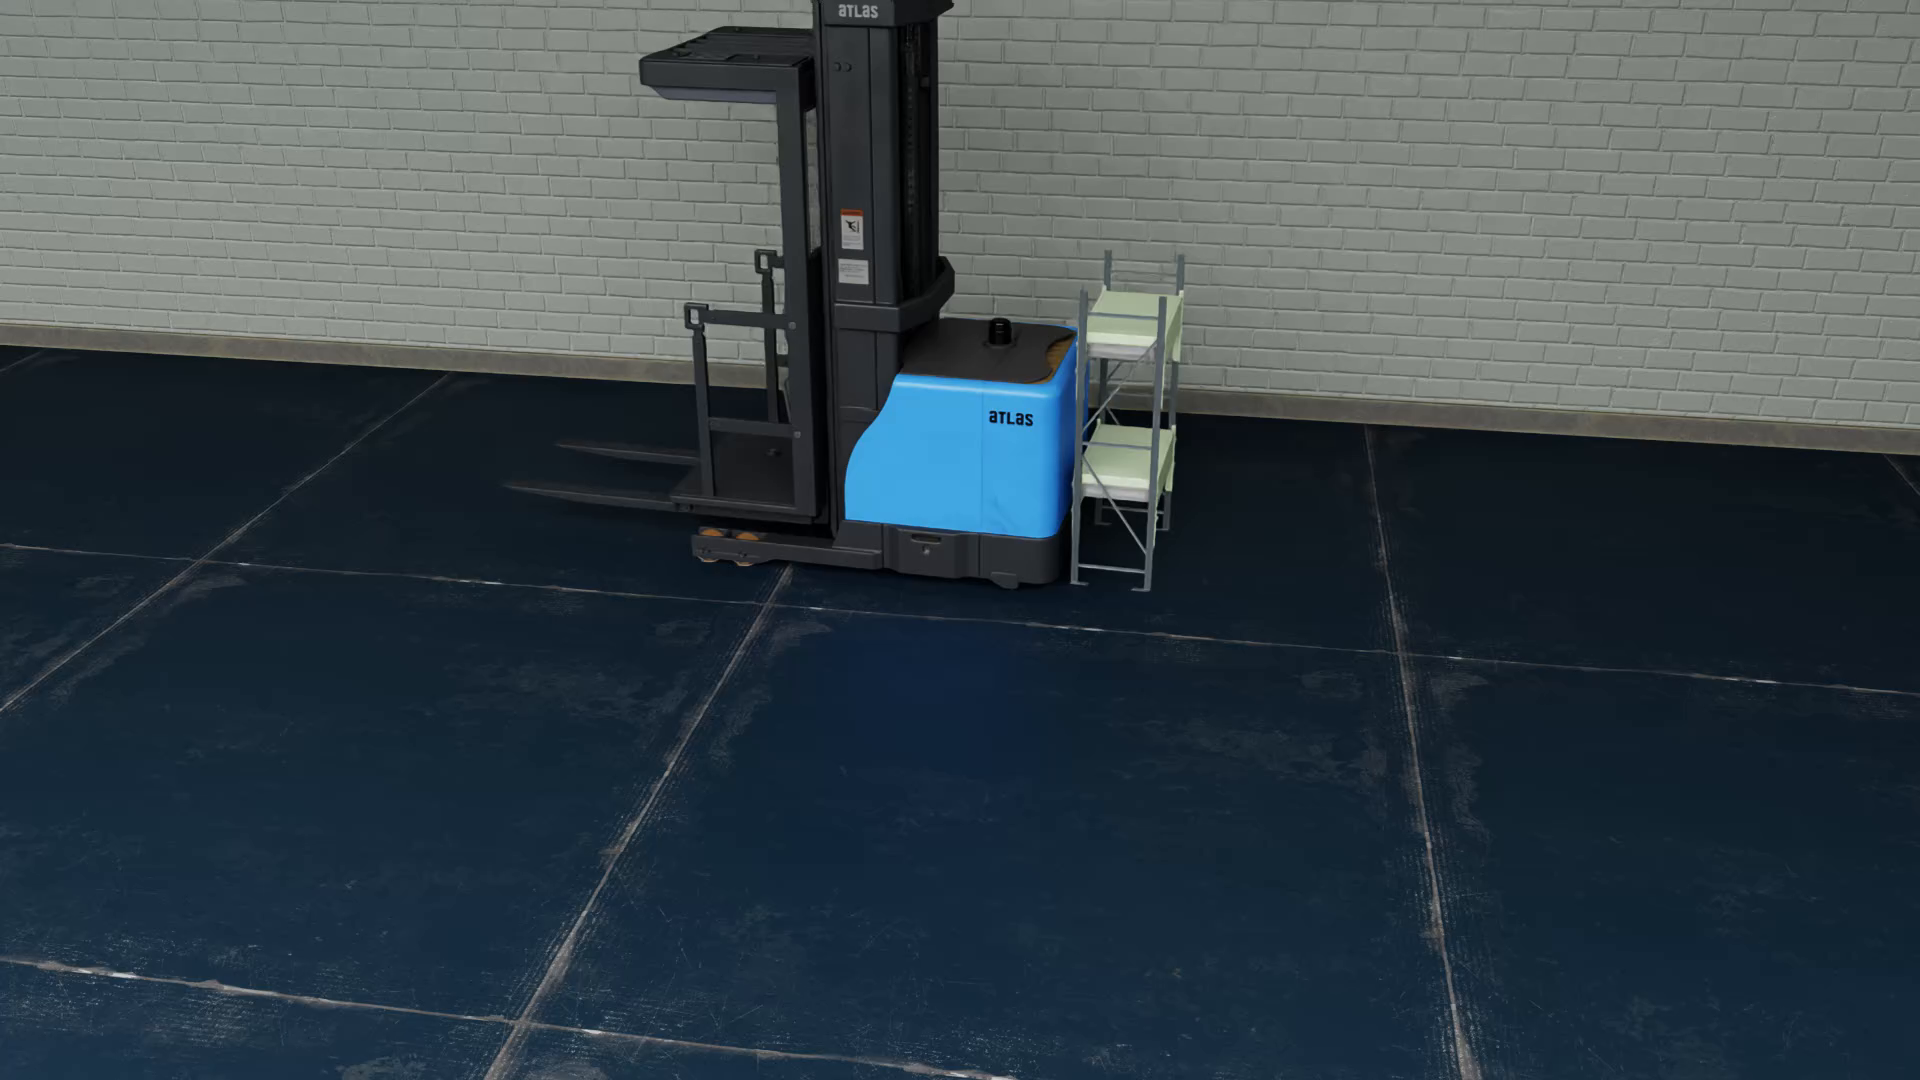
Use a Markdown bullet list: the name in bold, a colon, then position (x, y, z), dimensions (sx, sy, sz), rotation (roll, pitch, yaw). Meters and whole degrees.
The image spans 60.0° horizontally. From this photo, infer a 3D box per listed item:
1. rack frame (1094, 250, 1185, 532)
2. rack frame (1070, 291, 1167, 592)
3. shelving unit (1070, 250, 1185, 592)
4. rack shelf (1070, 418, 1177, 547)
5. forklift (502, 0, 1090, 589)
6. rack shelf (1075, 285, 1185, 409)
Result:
- **rack frame**: position (0.918, -0.747, 8.576), dimensions (0.400, 1.500, 0.023), rotation (6, 26, 12)
- **rack frame**: position (0.747, -0.445, 7.931), dimensions (0.400, 1.500, 0.023), rotation (6, 26, 12)
- **shelving unit**: position (0.833, -0.596, 8.254), dimensions (0.431, 1.500, 0.755), rotation (6, 26, 12)
- **rack shelf**: position (0.833, -0.300, 8.392), dimensions (0.431, 0.370, 0.720), rotation (6, 26, 12)
- **forklift**: position (-0.888, -1.403, 8.290), dimensions (3.031, 2.935, 1.130), rotation (6, 26, 12)
- **rack shelf**: position (0.833, -0.949, 8.088), dimensions (0.431, 0.370, 0.720), rotation (6, 26, 12)
